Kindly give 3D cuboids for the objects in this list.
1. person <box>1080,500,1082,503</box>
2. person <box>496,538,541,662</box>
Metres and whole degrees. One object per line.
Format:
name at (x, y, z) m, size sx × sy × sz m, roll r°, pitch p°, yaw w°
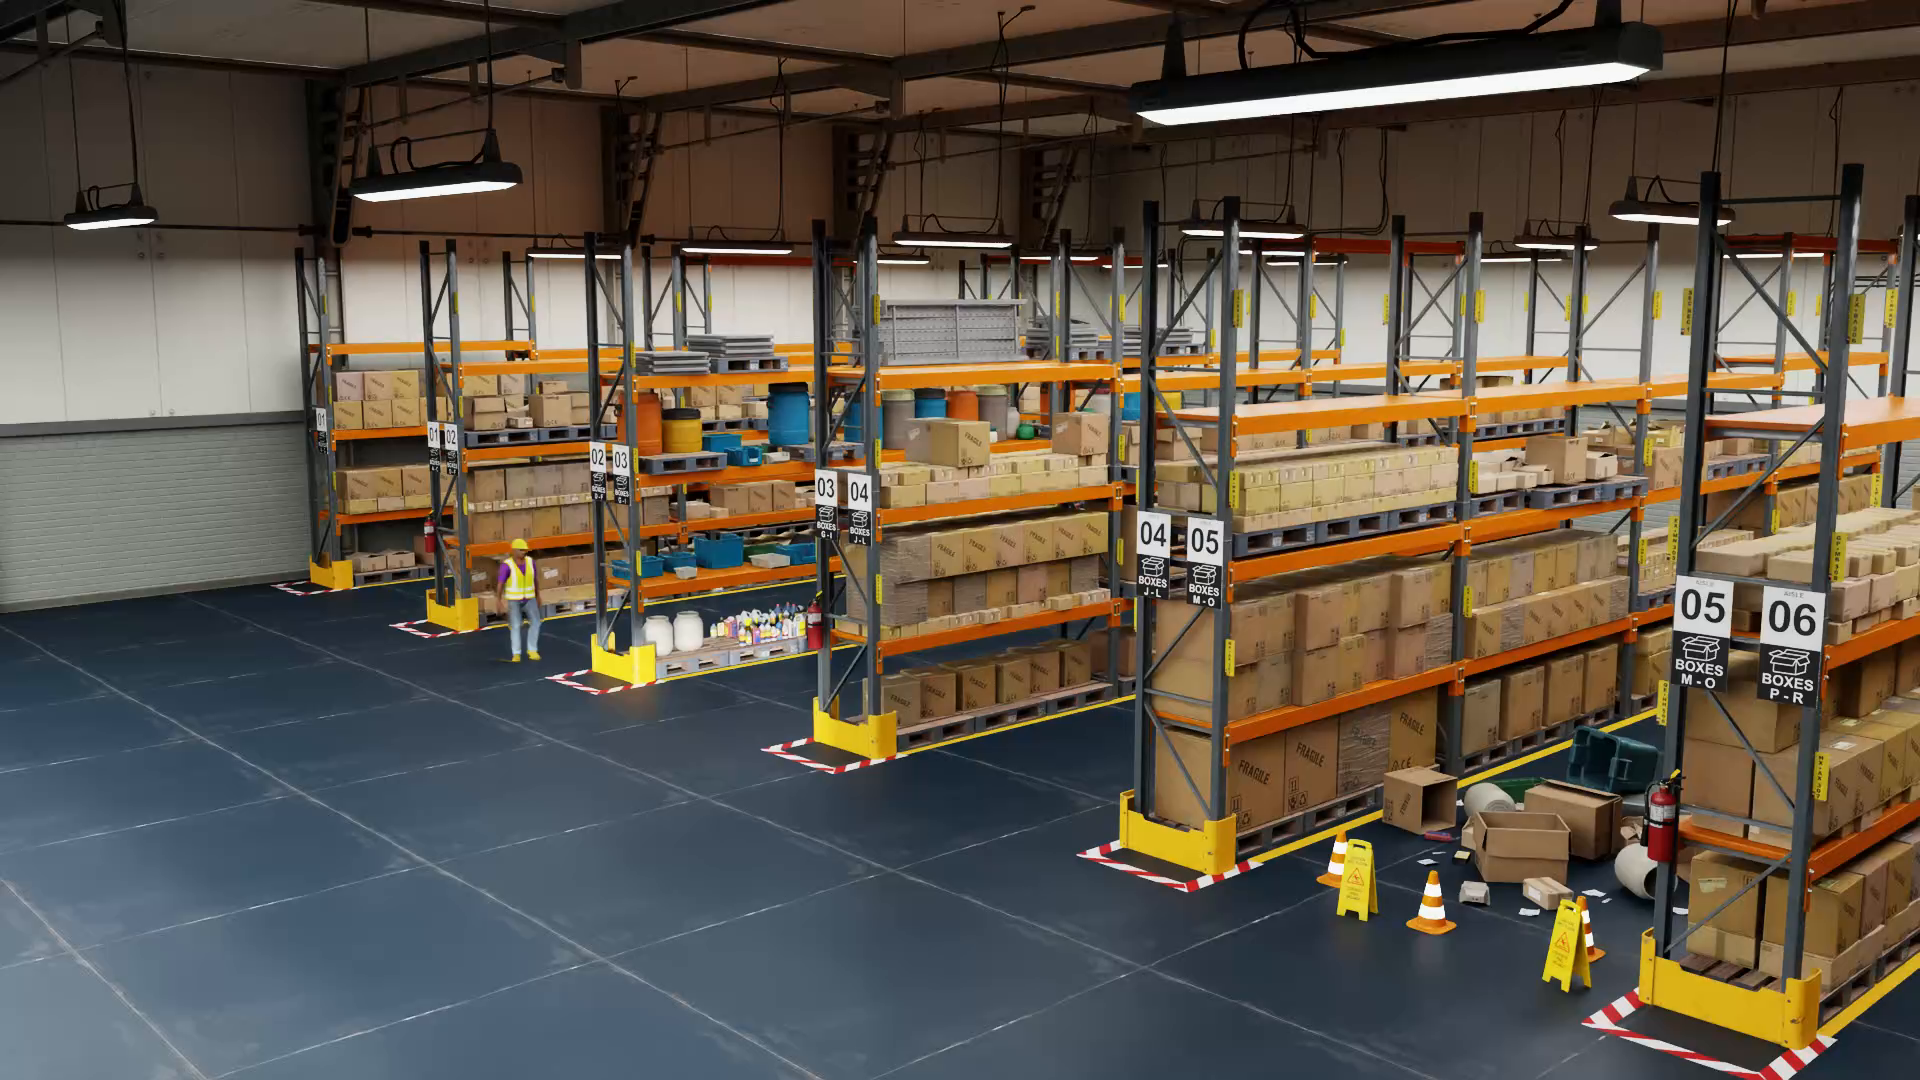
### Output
person at (2.541, -0.416, 32.572) m, size 0.500 × 1.632 × 0.952 m, roll 7°, pitch 11°, yaw 41°
person at (-6.260, 0.868, 23.615) m, size 0.712 × 1.802 × 0.409 m, roll -6°, pitch 10°, yaw -36°
